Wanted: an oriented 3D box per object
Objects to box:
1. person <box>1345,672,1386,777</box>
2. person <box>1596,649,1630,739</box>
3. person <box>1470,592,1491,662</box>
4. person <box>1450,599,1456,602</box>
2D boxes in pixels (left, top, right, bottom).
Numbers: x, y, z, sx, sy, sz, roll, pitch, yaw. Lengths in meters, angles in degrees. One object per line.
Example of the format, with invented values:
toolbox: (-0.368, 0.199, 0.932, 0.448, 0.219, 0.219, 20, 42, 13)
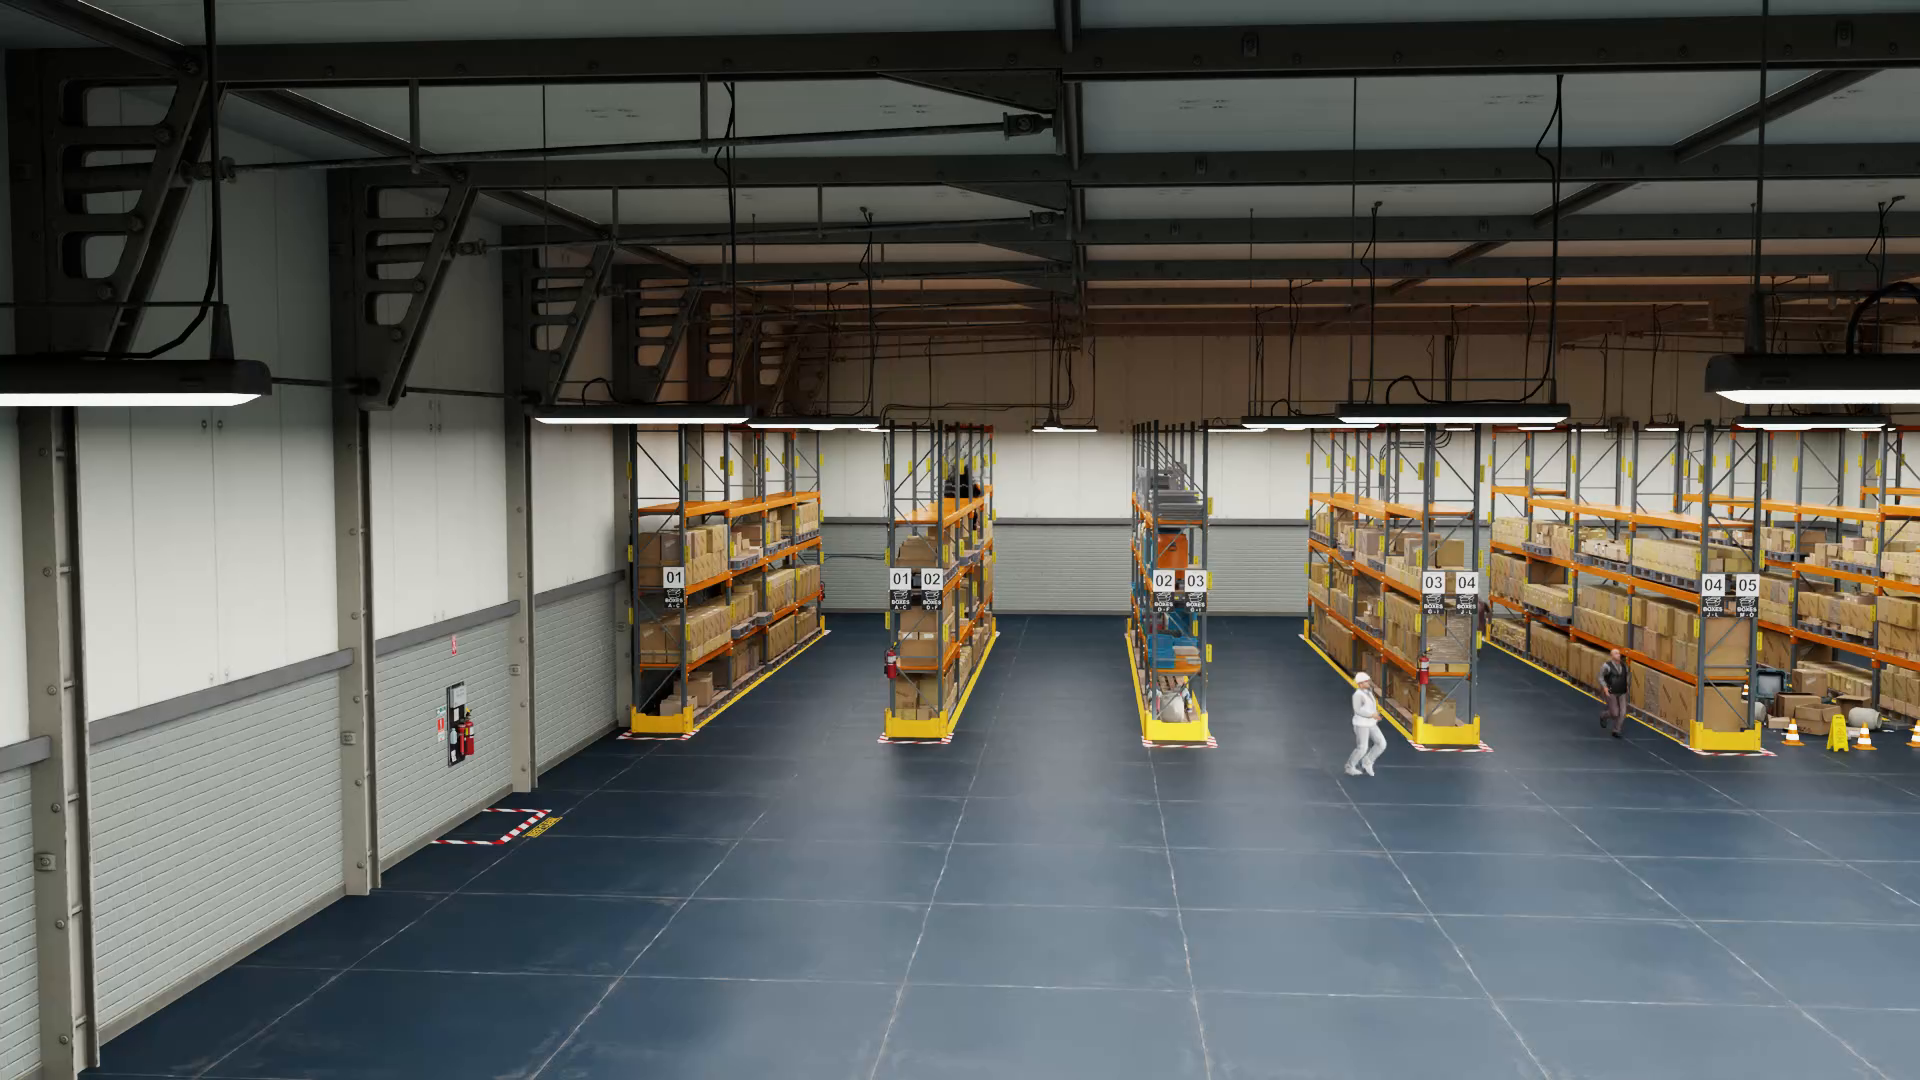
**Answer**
person: (6.784, 3.092, 27.813, 0.670, 1.767, 0.664, 3, 5, 40)
person: (12.398, 2.896, 31.505, 0.664, 1.675, 0.613, 0, 4, -8)
person: (13.140, 2.185, 42.283, 0.712, 1.759, 0.744, 0, 4, 7)
person: (13.329, 2.022, 46.007, 0.706, 1.580, 0.514, 3, 5, 37)
